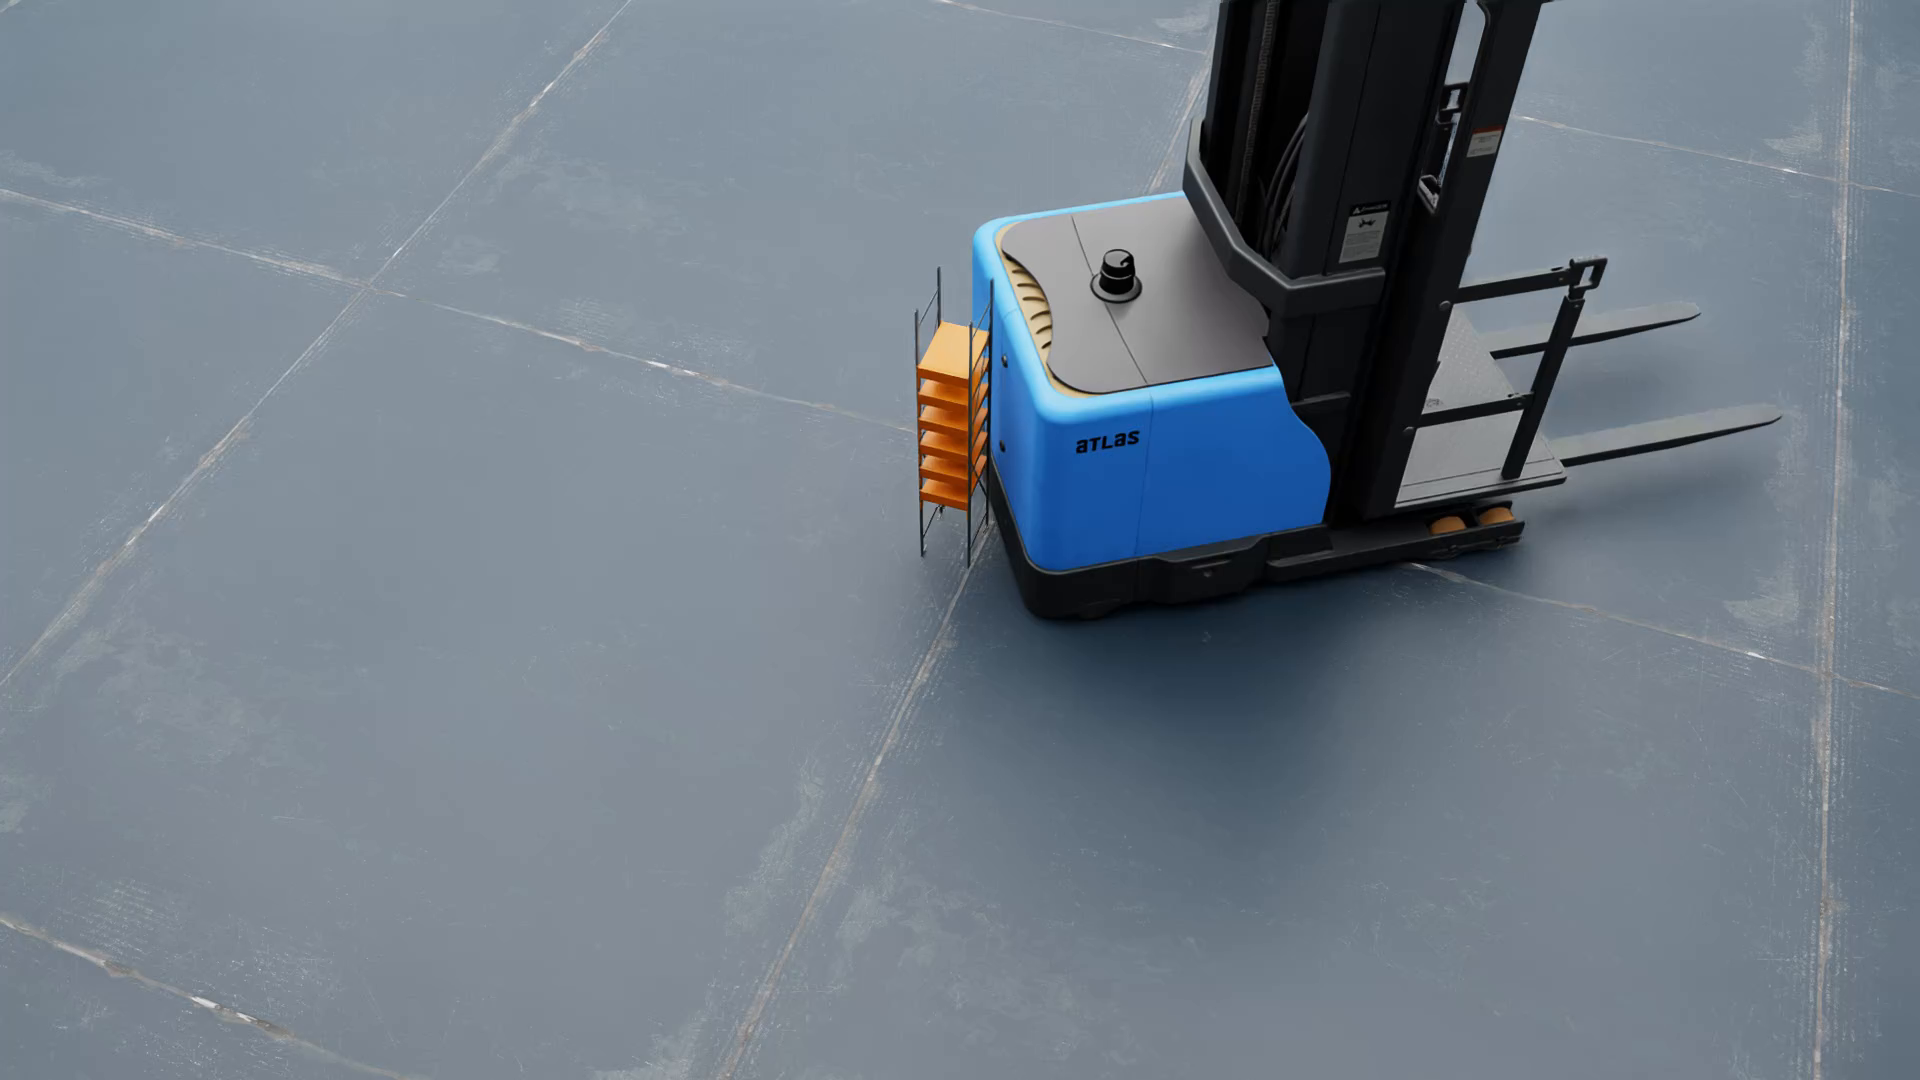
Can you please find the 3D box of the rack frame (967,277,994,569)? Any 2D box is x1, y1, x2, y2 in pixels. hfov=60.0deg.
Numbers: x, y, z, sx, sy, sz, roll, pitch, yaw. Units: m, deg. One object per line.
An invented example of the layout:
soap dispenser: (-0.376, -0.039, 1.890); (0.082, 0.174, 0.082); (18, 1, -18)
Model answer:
rack frame: (0.068, -0.374, 5.780); (0.006, 1.200, 0.240); (14, 50, 12)

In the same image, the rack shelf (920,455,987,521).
rack shelf: (-0.019, -0.209, 6.013); (0.180, 0.103, 0.258); (14, 50, 12)

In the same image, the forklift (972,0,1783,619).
forklift: (1.604, -1.270, 5.411); (3.031, 2.935, 1.130); (-10, 50, -9)

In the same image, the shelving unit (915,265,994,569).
shelving unit: (-0.018, -0.396, 5.799); (0.189, 1.200, 0.258); (14, 50, 12)

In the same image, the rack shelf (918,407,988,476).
rack shelf: (-0.018, -0.367, 5.832); (0.180, 0.103, 0.258); (14, 50, 12)

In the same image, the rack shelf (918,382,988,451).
rack shelf: (-0.018, -0.446, 5.742); (0.180, 0.103, 0.258); (14, 50, 12)

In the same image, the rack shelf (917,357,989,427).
rack shelf: (-0.018, -0.524, 5.651); (0.180, 0.103, 0.258); (14, 50, 12)

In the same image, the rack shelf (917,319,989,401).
rack shelf: (-0.018, -0.603, 5.561); (0.180, 0.103, 0.258); (14, 50, 12)

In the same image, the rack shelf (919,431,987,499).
rack shelf: (-0.019, -0.288, 5.923); (0.180, 0.103, 0.258); (14, 50, 12)

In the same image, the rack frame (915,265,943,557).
rack frame: (-0.105, -0.418, 5.818); (0.006, 1.200, 0.240); (14, 50, 12)
